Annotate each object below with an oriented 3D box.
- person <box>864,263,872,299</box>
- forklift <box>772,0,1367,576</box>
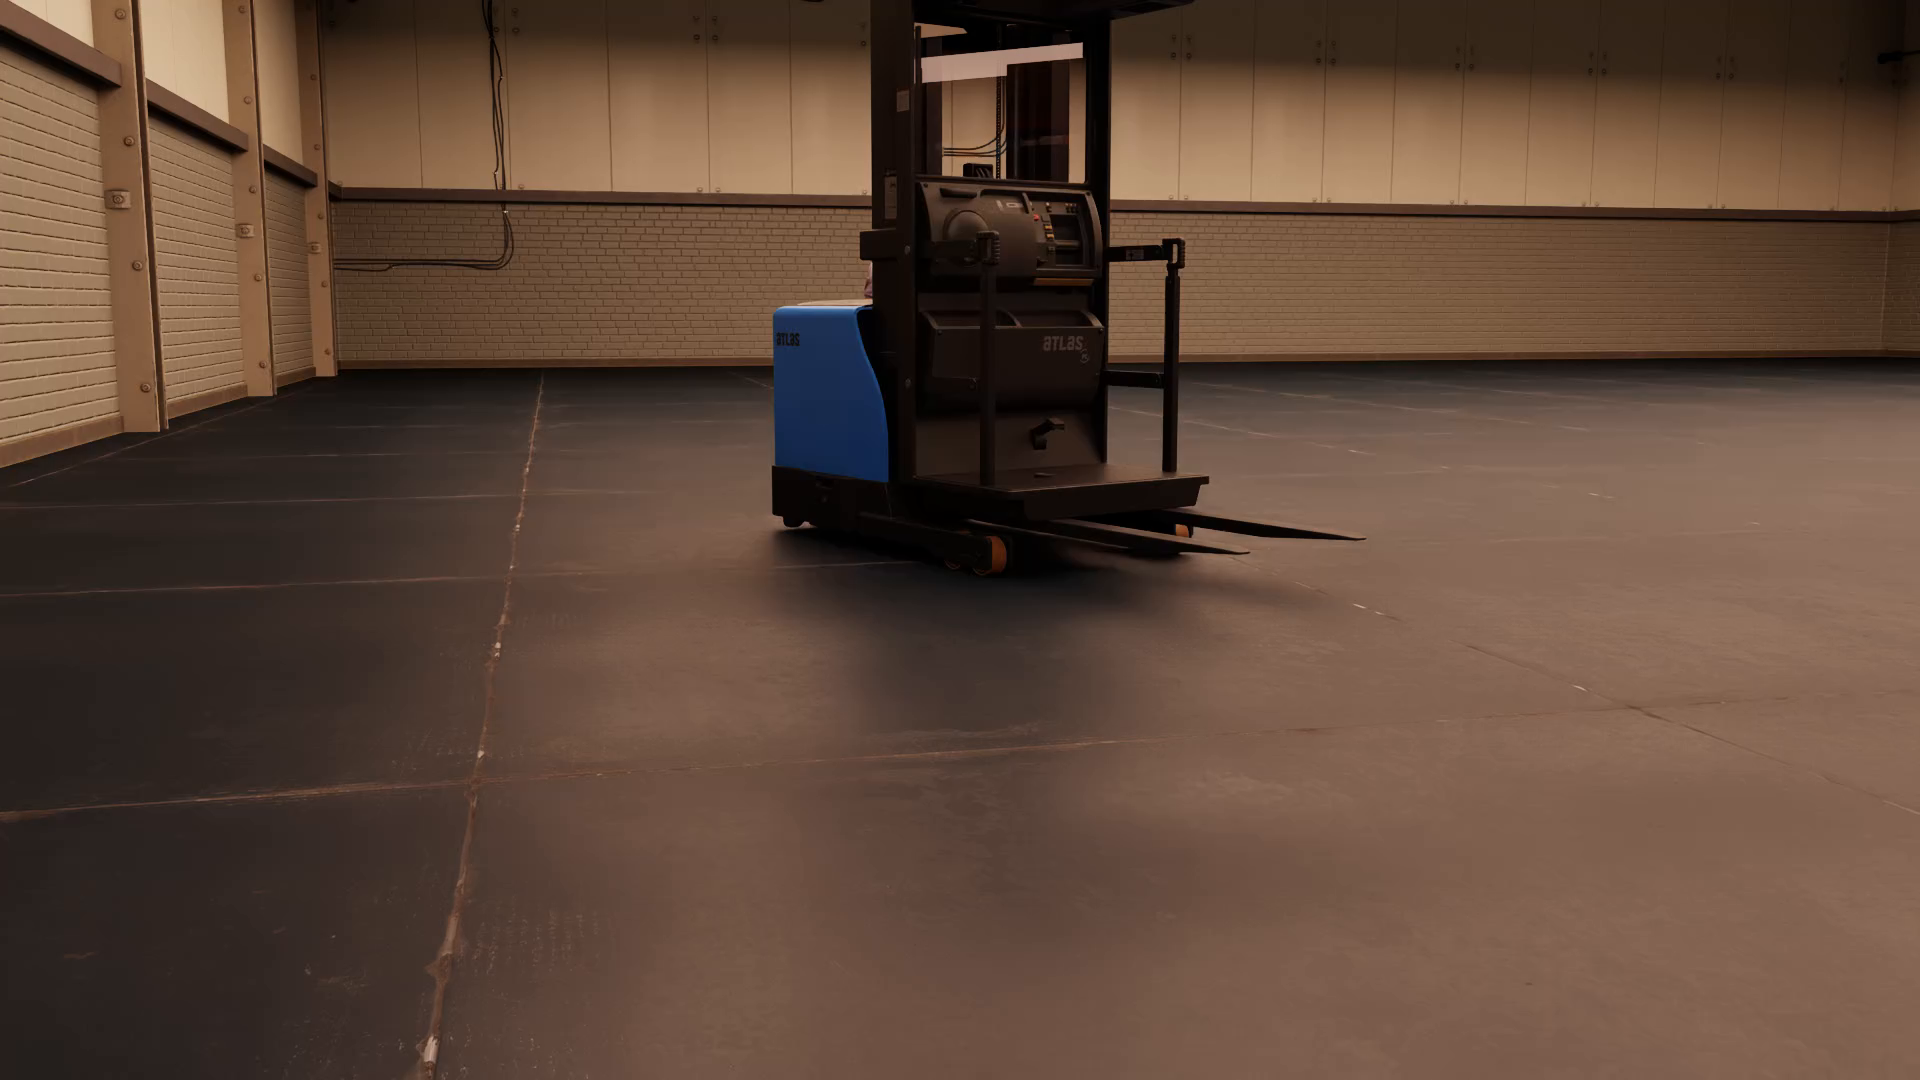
[{"bbox_3d":[-0.440,-1.308,11.053,0.598,1.651,0.502,-4,9,-28],"label":"person"},{"bbox_3d":[0.355,-1.383,7.015,1.130,2.935,3.031,-6,10,-35],"label":"forklift"}]
